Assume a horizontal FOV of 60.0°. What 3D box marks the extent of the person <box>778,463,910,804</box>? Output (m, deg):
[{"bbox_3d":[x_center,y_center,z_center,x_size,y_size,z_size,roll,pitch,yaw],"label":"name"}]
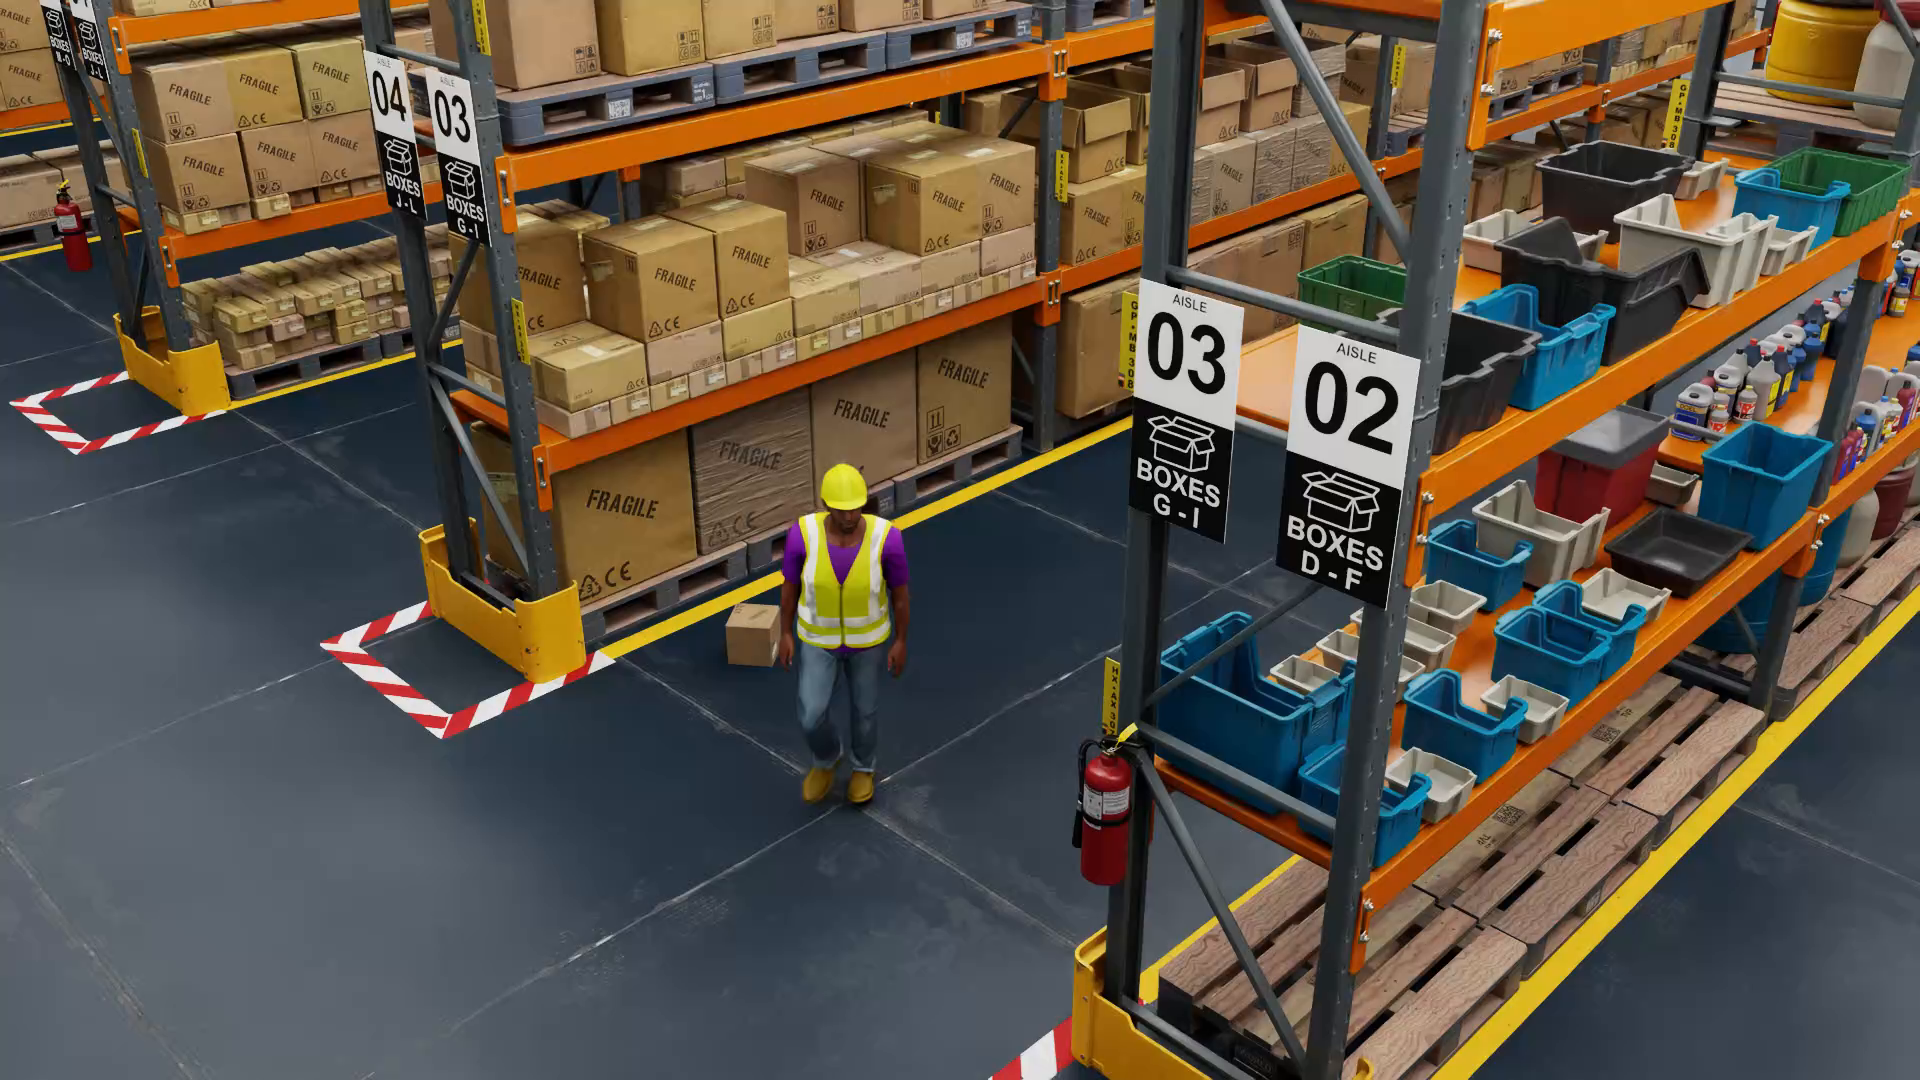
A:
[{"bbox_3d":[-0.532,0.470,7.664,0.614,1.783,0.448,-2,28,-4],"label":"person"}]
